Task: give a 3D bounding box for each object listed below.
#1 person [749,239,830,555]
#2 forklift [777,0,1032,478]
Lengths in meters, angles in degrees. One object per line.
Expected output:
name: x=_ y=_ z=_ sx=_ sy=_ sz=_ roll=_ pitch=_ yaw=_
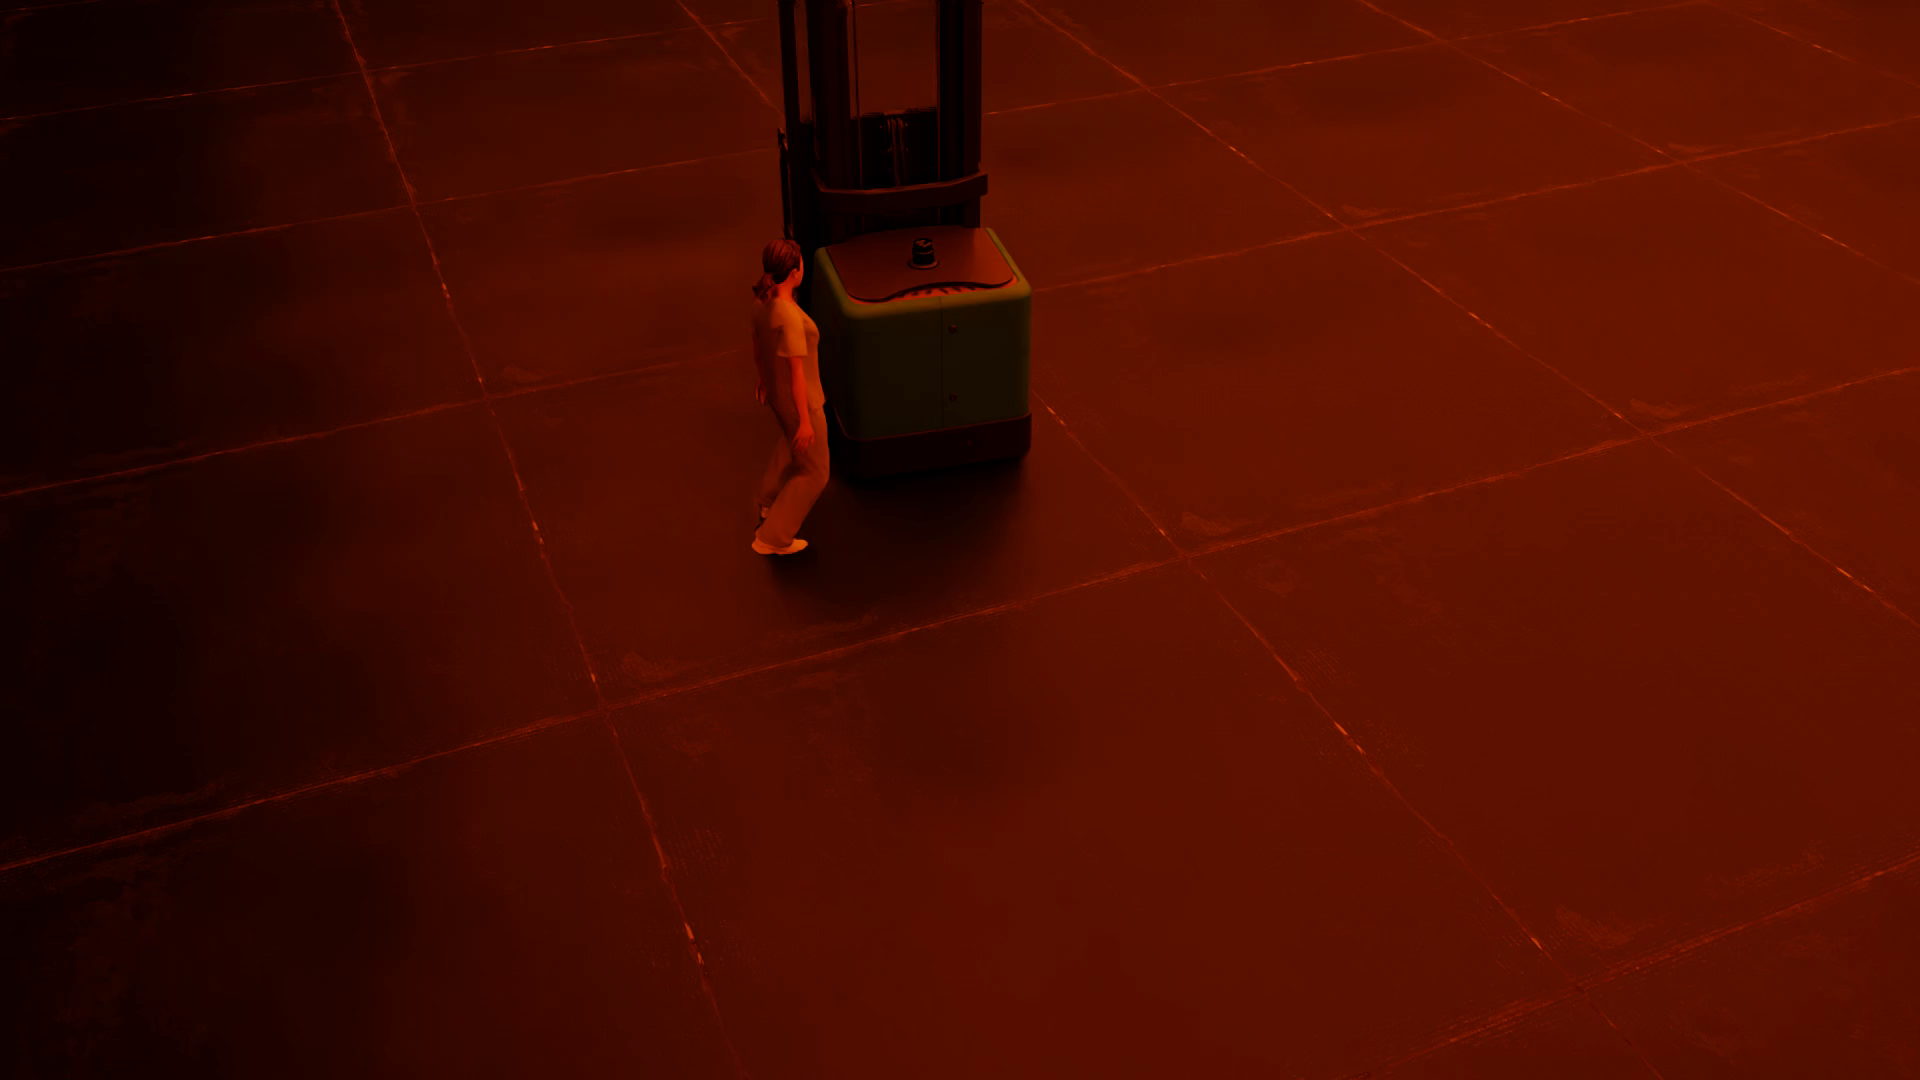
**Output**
person: x=-0.893 y=-0.678 z=8.230 sx=0.489 sy=1.631 sz=0.802 roll=-15 pitch=38 yaw=-20
forklift: x=-0.485 y=-2.380 z=9.446 sx=1.130 sy=2.935 sz=3.031 roll=-9 pitch=36 yaw=-12
